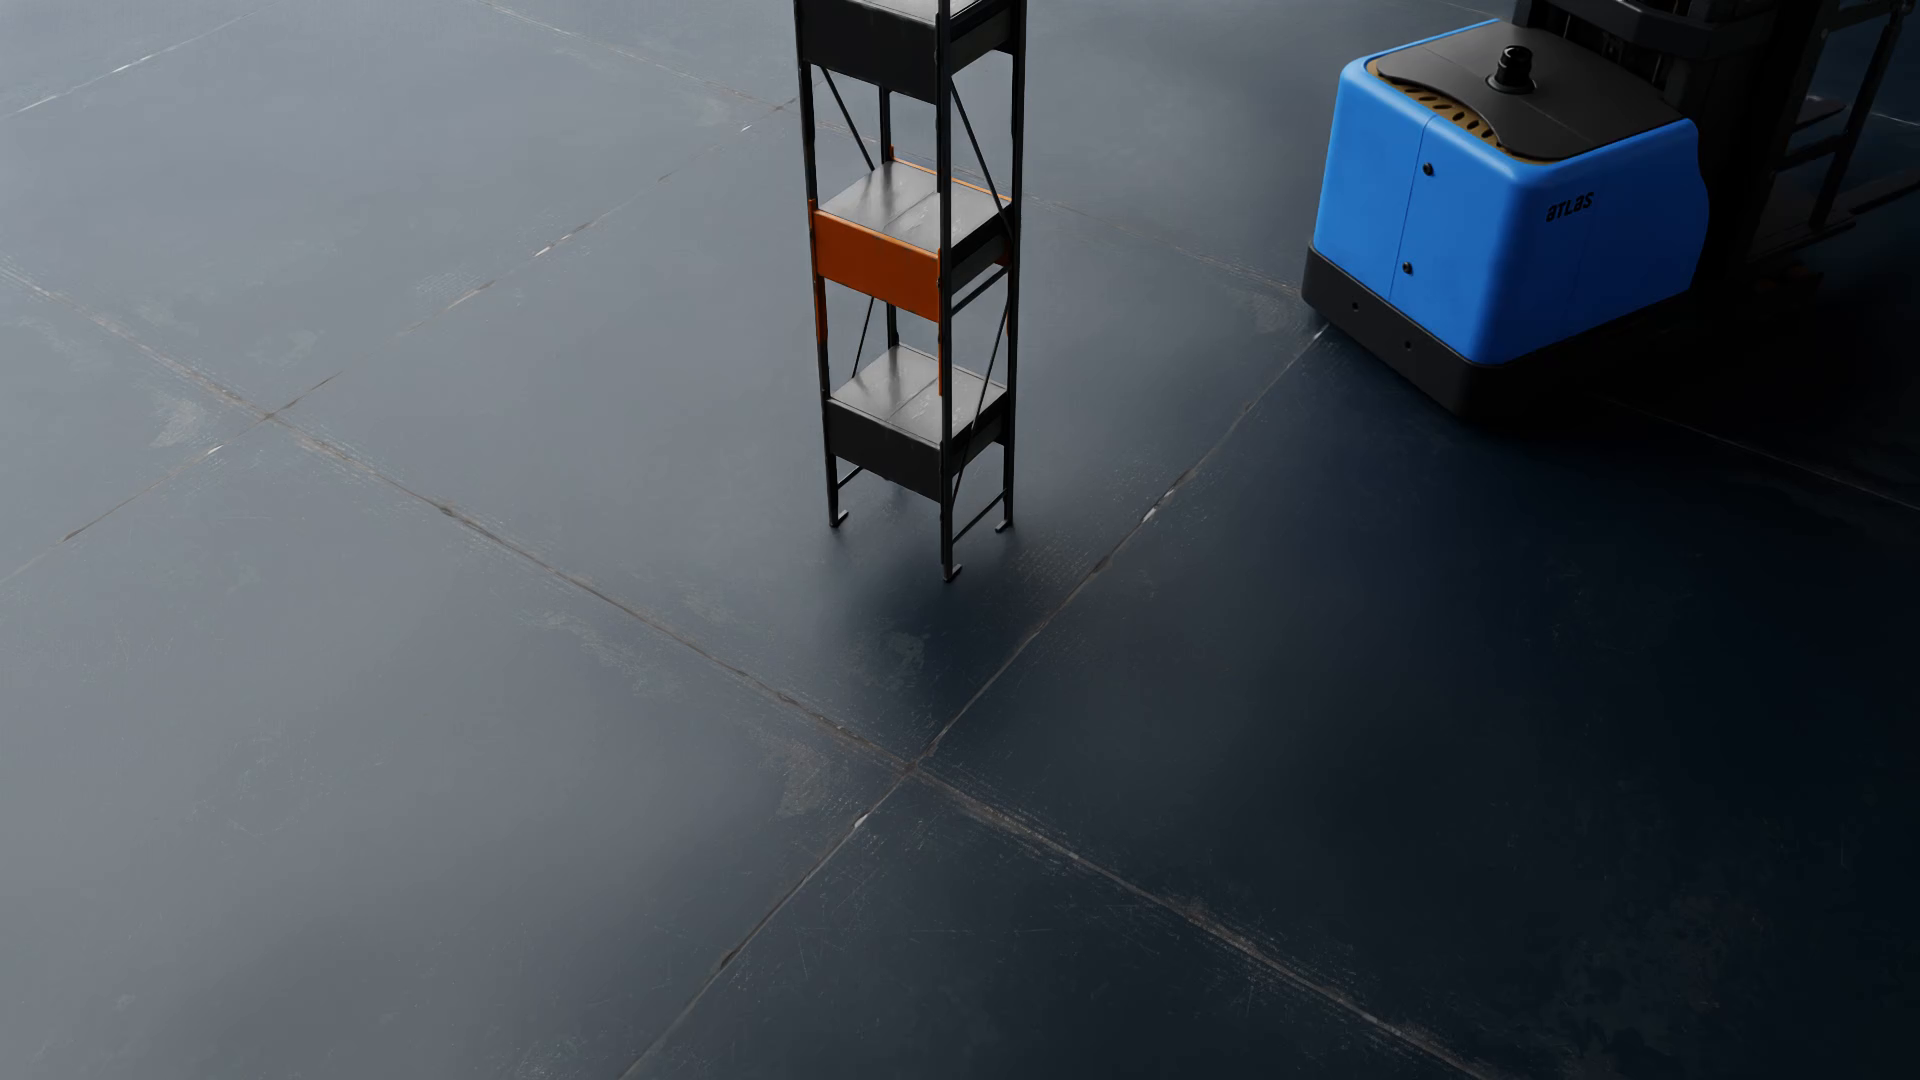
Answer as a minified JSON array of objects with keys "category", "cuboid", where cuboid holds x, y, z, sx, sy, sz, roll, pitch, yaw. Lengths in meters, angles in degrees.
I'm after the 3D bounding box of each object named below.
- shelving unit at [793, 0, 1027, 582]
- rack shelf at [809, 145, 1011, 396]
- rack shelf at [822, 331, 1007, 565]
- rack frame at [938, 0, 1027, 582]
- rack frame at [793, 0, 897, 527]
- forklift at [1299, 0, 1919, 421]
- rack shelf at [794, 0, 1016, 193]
[{"category":"shelving unit","cuboid":[-0.136,-0.846,5.121,0.503,2.100,0.431,25,48,25]},{"category":"rack shelf","cuboid":[-0.136,-0.836,5.130,0.480,0.518,0.431,25,48,25]},{"category":"rack shelf","cuboid":[-0.136,-0.314,5.597,0.480,0.518,0.431,25,48,25]},{"category":"rack frame","cuboid":[0.064,-0.752,5.016,0.015,2.100,0.400,25,48,25]},{"category":"rack frame","cuboid":[-0.335,-0.939,5.225,0.015,2.100,0.400,25,48,25]},{"category":"forklift","cuboid":[2.910,-2.261,6.079,3.031,2.935,1.130,-21,46,-22]},{"category":"rack shelf","cuboid":[-0.135,-1.357,4.663,0.480,0.518,0.431,25,48,25]}]
